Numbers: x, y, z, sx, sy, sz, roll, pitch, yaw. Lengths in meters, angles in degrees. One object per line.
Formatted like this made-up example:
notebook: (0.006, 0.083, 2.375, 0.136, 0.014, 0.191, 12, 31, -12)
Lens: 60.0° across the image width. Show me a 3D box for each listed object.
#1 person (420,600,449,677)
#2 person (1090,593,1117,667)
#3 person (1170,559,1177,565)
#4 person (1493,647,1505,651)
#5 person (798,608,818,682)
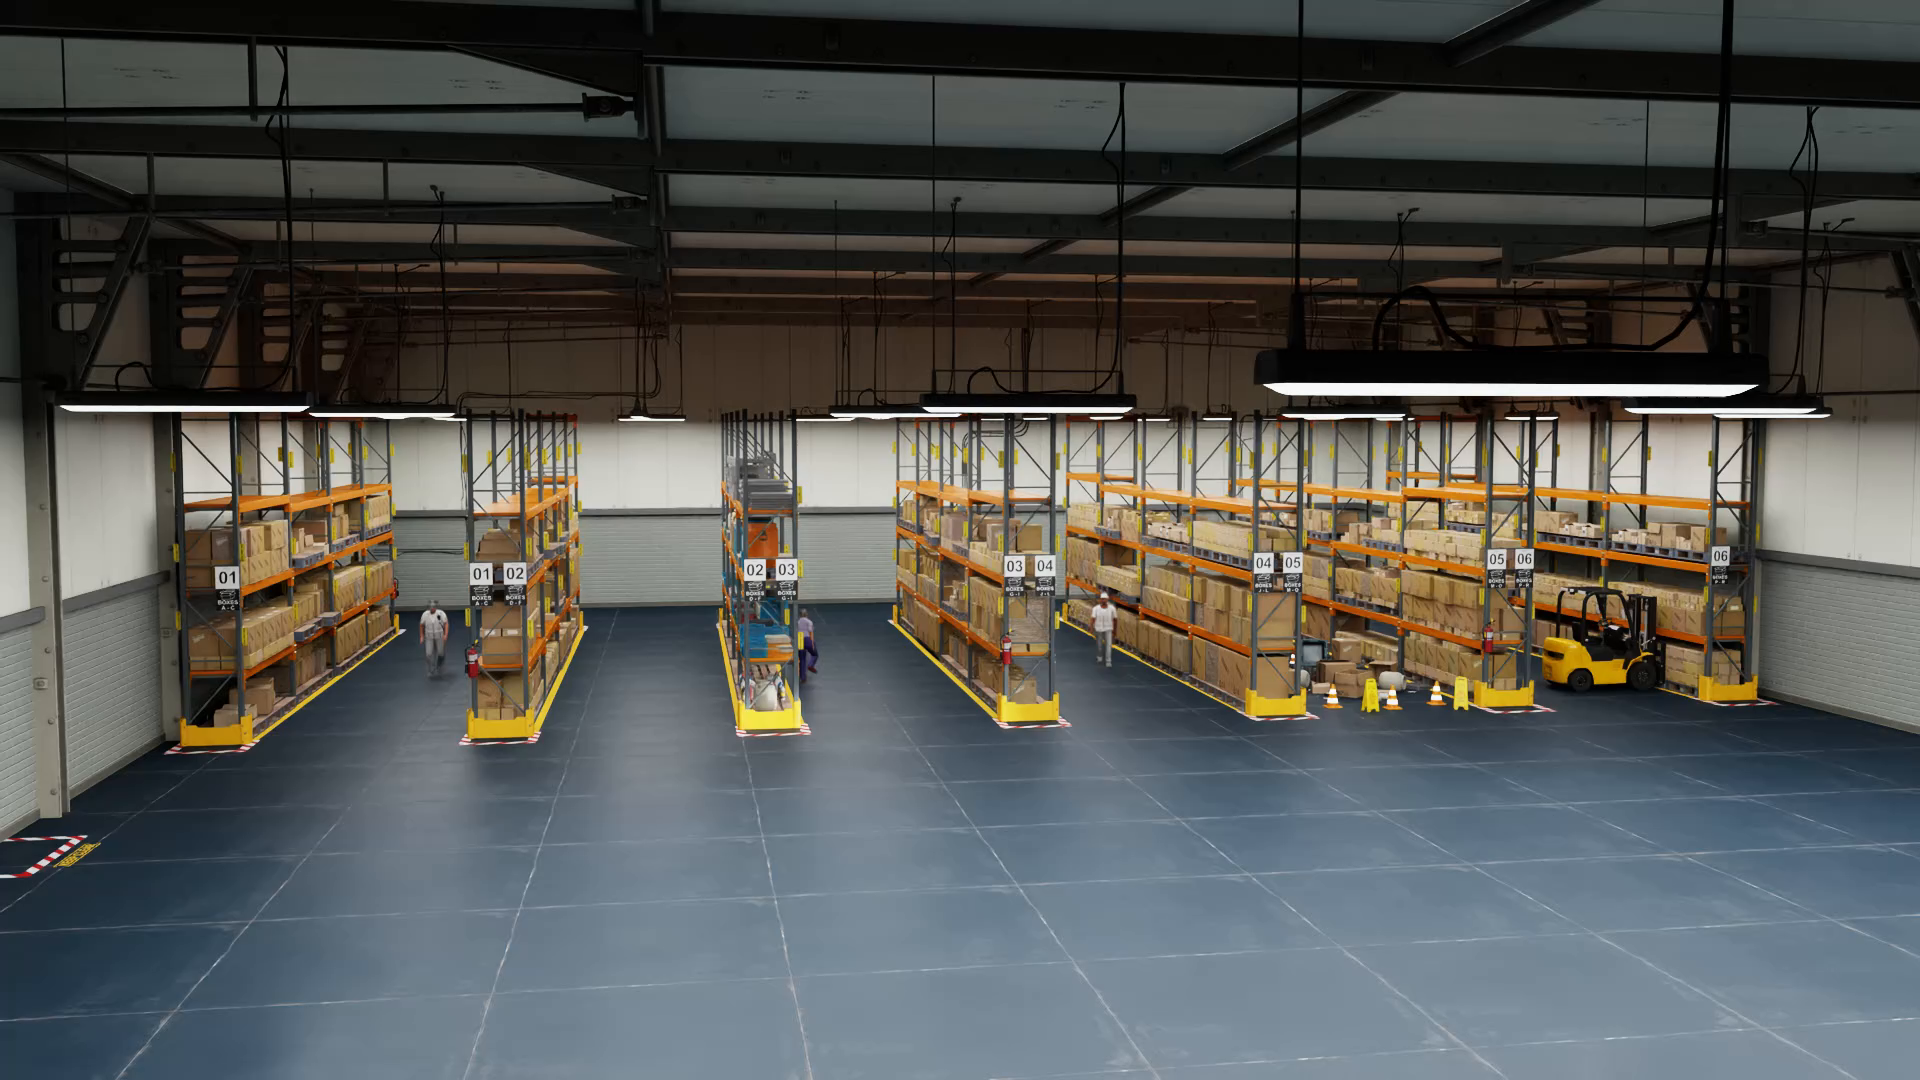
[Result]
person: (-12.001, 2.218, 37.961, 0.636, 1.745, 0.603, -1, 4, -11)
person: (3.393, 2.112, 39.242, 0.670, 1.706, 1.070, 0, 4, -1)
person: (6.611, 1.352, 51.129, 0.524, 1.582, 0.426, -3, 5, -32)
person: (12.270, 2.276, 37.891, 0.456, 1.715, 0.595, -1, 4, -14)
person: (-3.421, 2.324, 36.914, 0.538, 1.633, 0.525, 0, 4, 6)
